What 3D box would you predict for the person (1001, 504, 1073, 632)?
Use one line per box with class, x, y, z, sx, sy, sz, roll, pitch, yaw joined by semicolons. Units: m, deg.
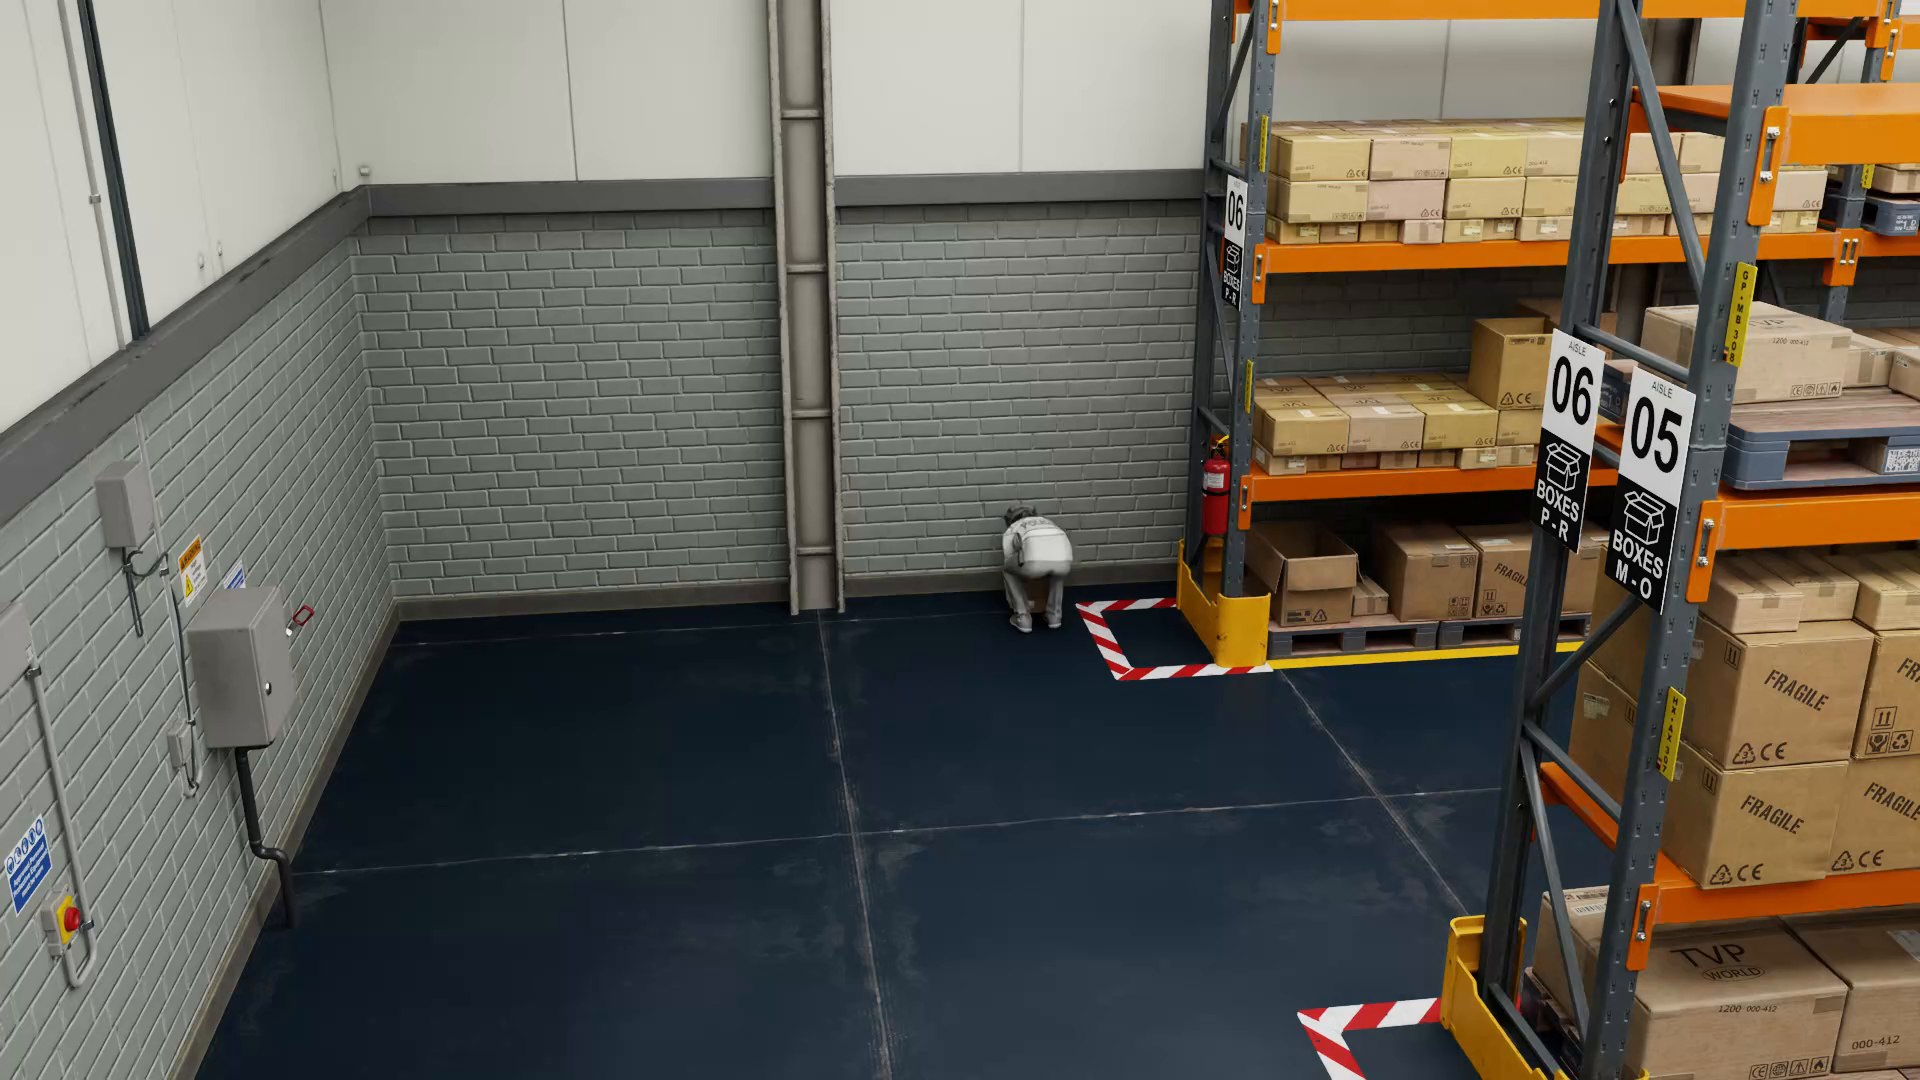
person;0.526;0.210;11.836;0.455;0.778;0.913;-3;20;-9
